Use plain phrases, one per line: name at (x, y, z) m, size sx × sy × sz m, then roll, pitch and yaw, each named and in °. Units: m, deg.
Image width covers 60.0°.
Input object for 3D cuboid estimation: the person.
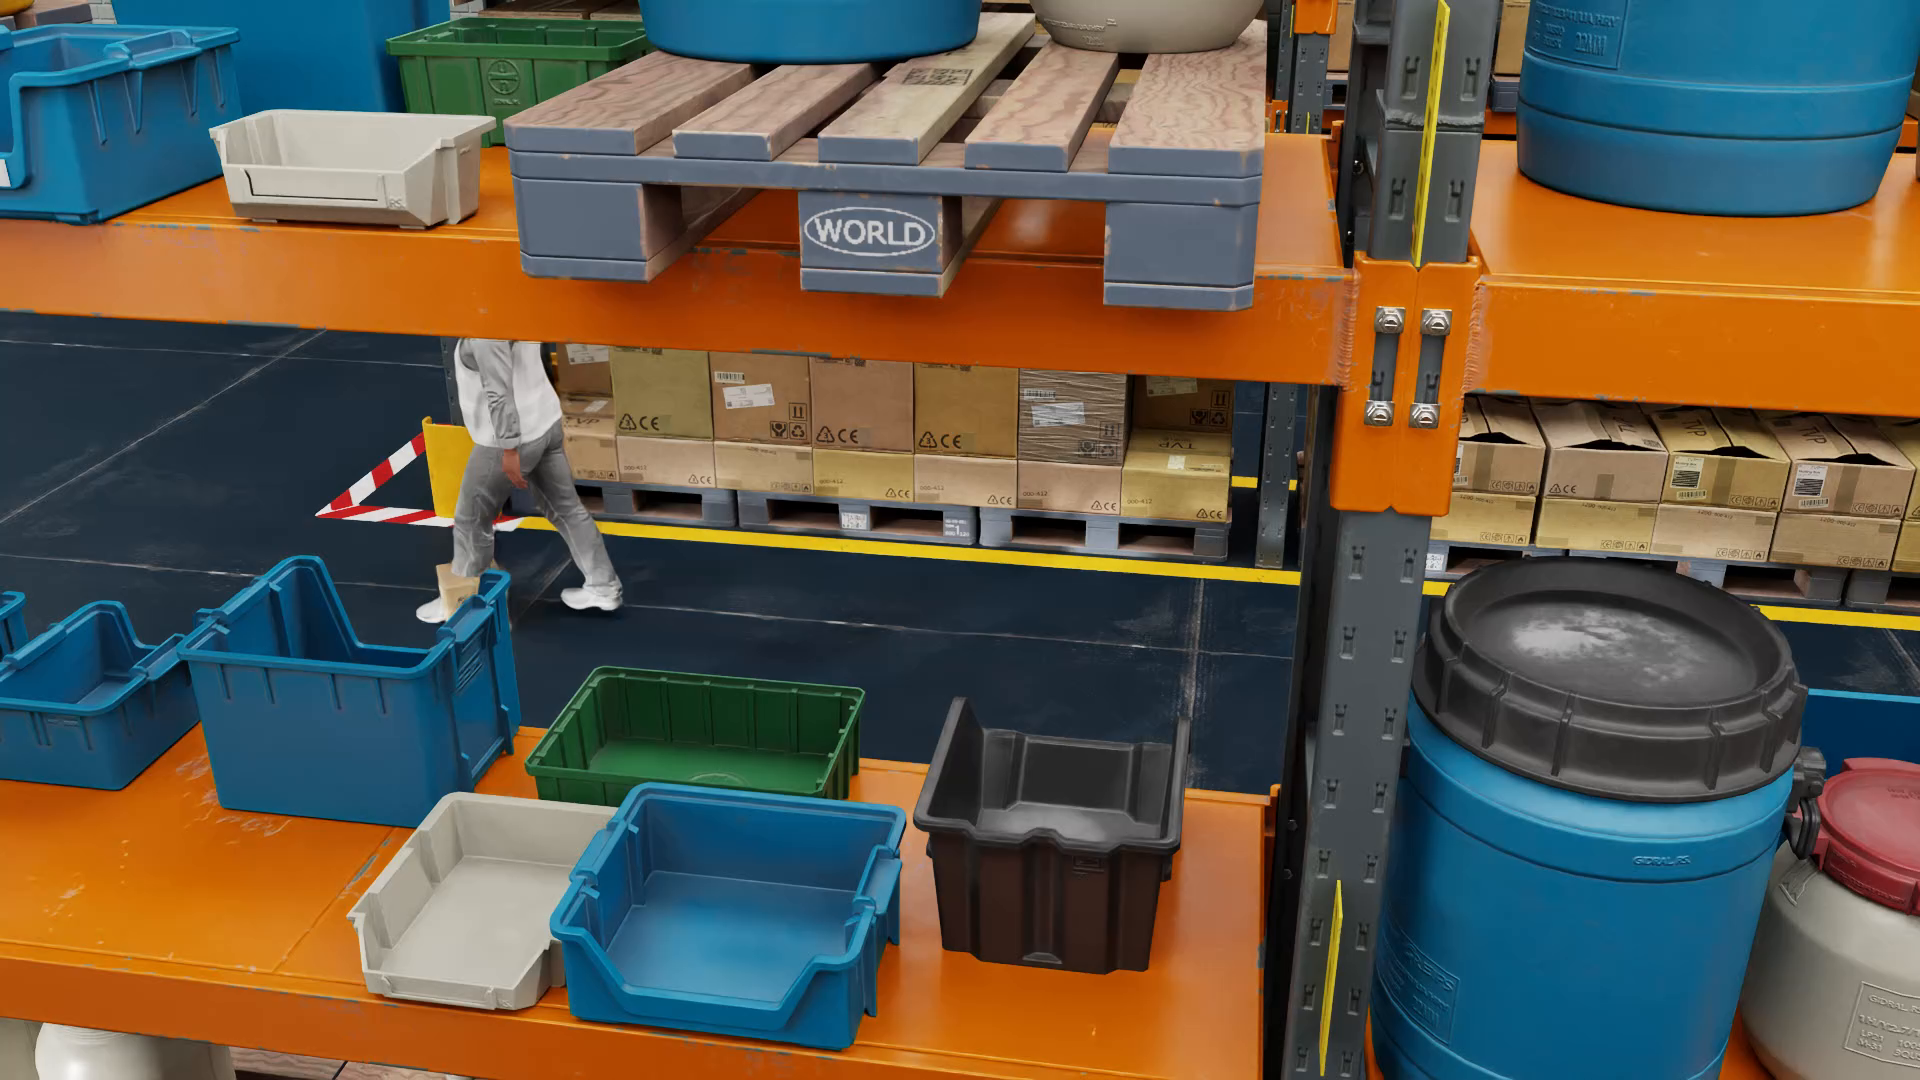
person at (-1.961, -0.469, 7.096) m, size 0.906 × 1.759 × 0.445 m, roll 5°, pitch 25°, yaw 11°
